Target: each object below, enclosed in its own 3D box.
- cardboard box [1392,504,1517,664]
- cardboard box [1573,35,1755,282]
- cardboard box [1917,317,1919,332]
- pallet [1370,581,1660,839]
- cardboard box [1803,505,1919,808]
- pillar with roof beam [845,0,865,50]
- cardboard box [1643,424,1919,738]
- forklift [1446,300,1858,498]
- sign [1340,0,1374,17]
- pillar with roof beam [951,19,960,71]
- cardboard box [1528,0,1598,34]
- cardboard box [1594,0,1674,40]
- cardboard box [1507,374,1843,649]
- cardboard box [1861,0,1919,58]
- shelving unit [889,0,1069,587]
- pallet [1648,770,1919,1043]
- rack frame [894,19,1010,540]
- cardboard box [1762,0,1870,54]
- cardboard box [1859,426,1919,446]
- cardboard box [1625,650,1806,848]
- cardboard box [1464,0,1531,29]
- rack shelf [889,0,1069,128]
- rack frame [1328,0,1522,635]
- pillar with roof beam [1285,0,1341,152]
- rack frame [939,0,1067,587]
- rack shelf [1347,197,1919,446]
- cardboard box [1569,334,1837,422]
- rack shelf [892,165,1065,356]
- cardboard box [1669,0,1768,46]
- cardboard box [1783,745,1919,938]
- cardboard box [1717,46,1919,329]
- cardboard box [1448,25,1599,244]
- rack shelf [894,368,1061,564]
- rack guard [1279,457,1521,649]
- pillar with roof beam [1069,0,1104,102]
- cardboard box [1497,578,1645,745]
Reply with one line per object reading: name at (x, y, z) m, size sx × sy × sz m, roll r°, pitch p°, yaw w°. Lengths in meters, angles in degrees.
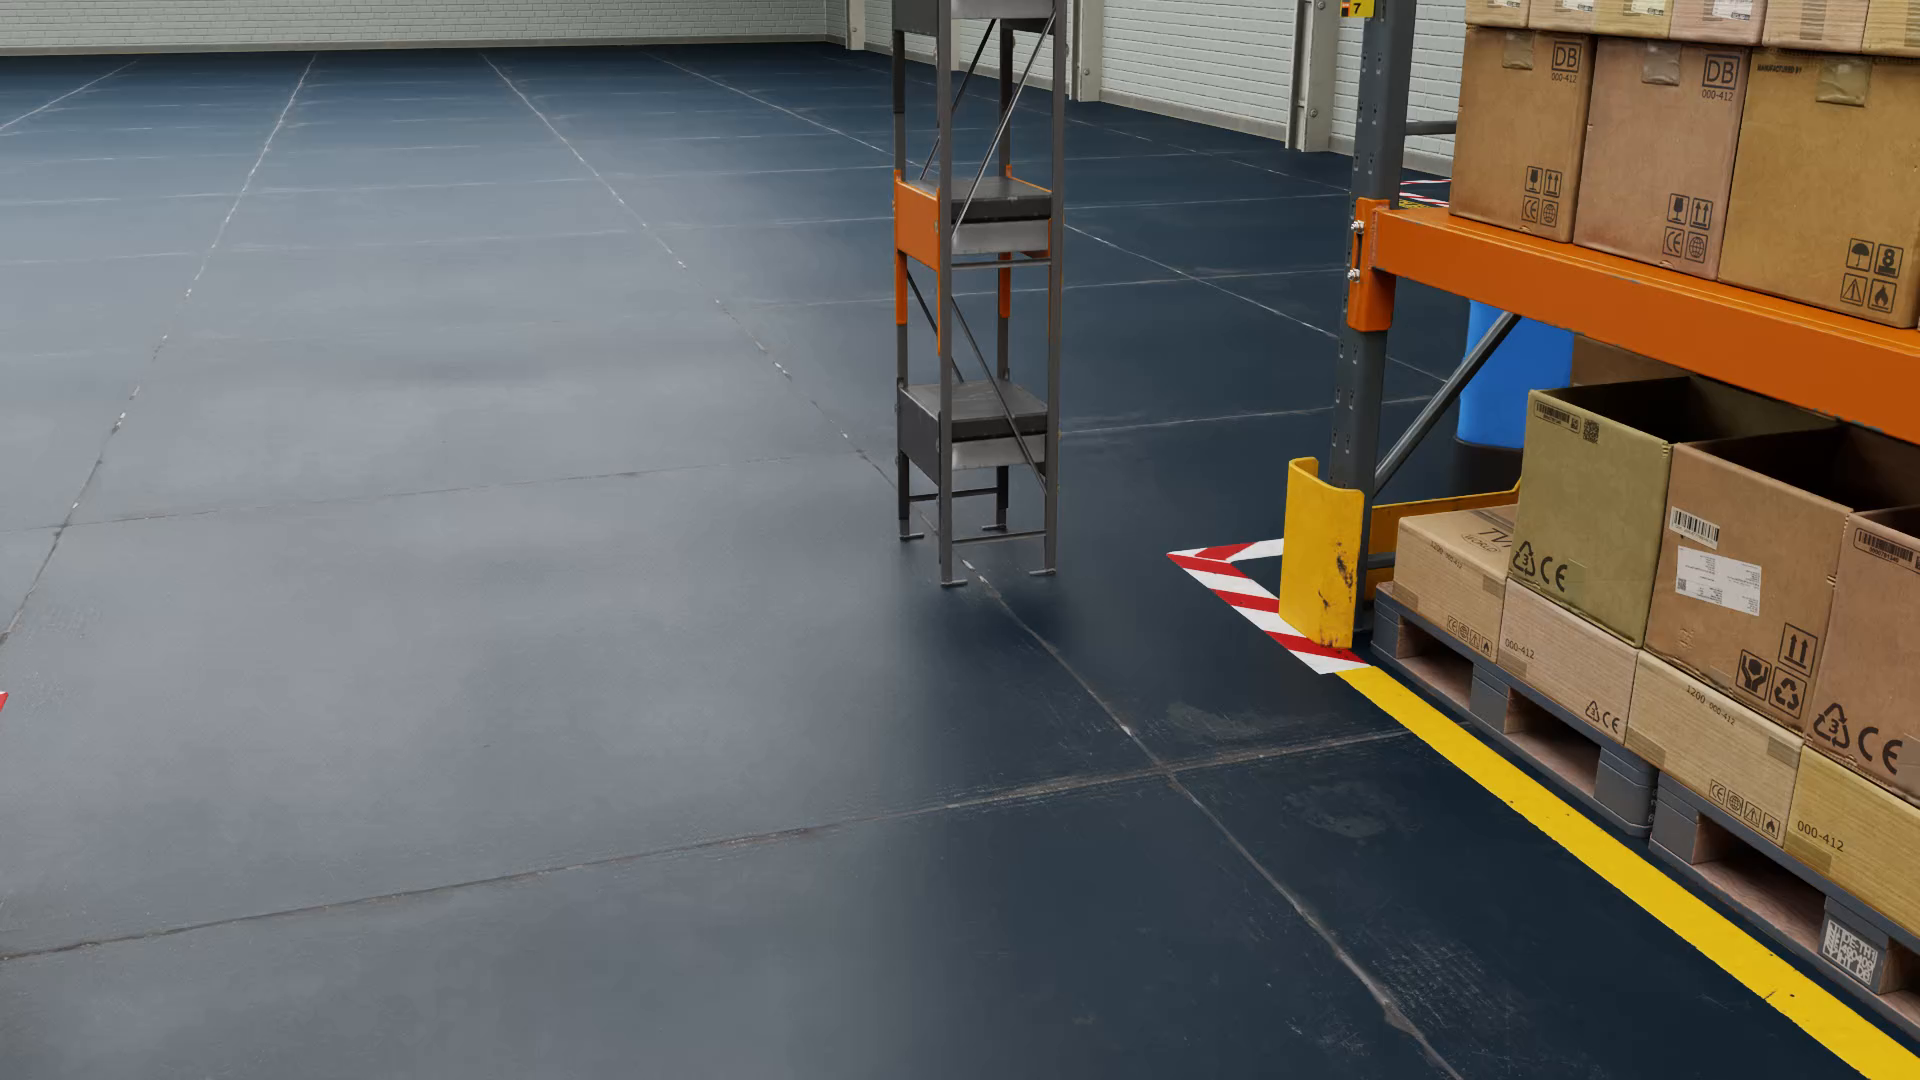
cardboard box at (1.564, 0.105, 4.632) m, size 0.500 × 0.250 × 0.500 m, roll -6°, pitch 21°, yaw -17°
cardboard box at (1.911, -0.915, 3.878) m, size 0.700 × 0.500 × 0.500 m, roll -6°, pitch 21°, yaw -16°
cardboard box at (2.230, -0.586, 2.963) m, size 0.700 × 0.500 × 0.500 m, roll -6°, pitch 21°, yaw -16°
pallet at (1.887, 0.366, 4.584) m, size 1.003 × 0.211 × 1.213 m, roll -6°, pitch 21°, yaw -17°
cardboard box at (2.033, 0.234, 3.164) m, size 0.500 × 0.500 × 0.500 m, roll -6°, pitch 21°, yaw -17°
pillar with roof beam at (-6.167, -13.575, 30.398) m, size 9.100 × 9.000 × 0.400 m, roll -6°, pitch 21°, yaw -17°
cardboard box at (1.892, 0.072, 3.616) m, size 0.500 × 0.500 × 0.500 m, roll -6°, pitch 21°, yaw -17°
forklift at (3.348, -1.381, 5.426) m, size 3.031 × 2.935 × 1.130 m, roll 9°, pitch 22°, yaw 24°
sign at (1.078, -1.574, 4.465) m, size 0.100 × 0.325 × 0.005 m, roll -6°, pitch 21°, yaw -17°
pillar with roof beam at (-4.281, -11.649, 25.037) m, size 9.100 × 9.000 × 0.400 m, roll -6°, pitch 21°, yaw -17°
cardboard box at (1.611, -1.306, 4.007) m, size 0.380 × 0.149 × 0.250 m, roll -7°, pitch 21°, yaw -19°
cardboard box at (1.688, -1.226, 3.784) m, size 0.380 × 0.149 × 0.250 m, roll -6°, pitch 21°, yaw -17°
cardboard box at (1.723, -0.087, 4.059) m, size 0.500 × 0.500 × 0.500 m, roll -6°, pitch 21°, yaw -17°
cardboard box at (1.932, -0.977, 3.092) m, size 0.380 × 0.149 × 0.250 m, roll -7°, pitch 21°, yaw -18°
shelving unit at (0.052, -0.935, 5.414) m, size 0.431 × 2.100 × 0.503 m, roll -6°, pitch 21°, yaw -17°
pallet at (2.266, 0.757, 3.496) m, size 1.003 × 0.211 × 1.213 m, roll -6°, pitch 21°, yaw -17°
rack frame at (-0.025, -1.013, 5.632) m, size 0.400 × 2.100 × 0.015 m, roll -6°, pitch 21°, yaw -17°
cardboard box at (1.852, -1.059, 3.321) m, size 0.380 × 0.149 × 0.250 m, roll -7°, pitch 21°, yaw -19°
cardboard box at (2.386, 0.017, 3.770) m, size 0.500 × 0.500 × 0.500 m, roll -6°, pitch 21°, yaw -17°
cardboard box at (1.881, 0.426, 3.740) m, size 0.500 × 0.250 × 0.500 m, roll -6°, pitch 21°, yaw -17°
cardboard box at (1.525, -1.390, 4.242) m, size 0.380 × 0.149 × 0.250 m, roll -7°, pitch 21°, yaw -18°
rack shelf at (0.052, -1.581, 5.182) m, size 0.431 × 0.518 × 0.480 m, roll -6°, pitch 21°, yaw -17°
rack frame at (1.607, -1.187, 4.783) m, size 1.000 × 3.000 × 0.127 m, roll -6°, pitch 21°, yaw -17°
pillar with roof beam at (-0.509, -7.798, 14.316) m, size 9.100 × 9.000 × 0.400 m, roll -6°, pitch 21°, yaw -17°
rack frame at (0.129, -0.857, 5.196) m, size 0.400 × 2.100 × 0.015 m, roll -6°, pitch 21°, yaw -17°
rack shelf at (2.235, -0.206, 3.118) m, size 1.077 × 0.370 × 4.000 m, roll -6°, pitch 21°, yaw -17°
cardboard box at (2.058, -0.303, 4.659) m, size 0.500 × 0.500 × 0.500 m, roll -6°, pitch 21°, yaw -17°
rack shelf at (0.052, -0.922, 5.418) m, size 0.431 × 0.518 × 0.480 m, roll -6°, pitch 21°, yaw -17°
cardboard box at (1.765, -1.144, 3.558) m, size 0.380 × 0.149 × 0.250 m, roll -7°, pitch 21°, yaw -18°
cardboard box at (2.034, 0.587, 3.291) m, size 0.500 × 0.250 × 0.500 m, roll -6°, pitch 21°, yaw -17°
cardboard box at (2.061, -0.755, 3.432) m, size 0.700 × 0.500 × 0.500 m, roll -6°, pitch 21°, yaw -17°
cardboard box at (1.741, -1.083, 4.345) m, size 0.700 × 0.500 × 0.500 m, roll -6°, pitch 21°, yaw -17°
rack shelf at (0.052, -0.263, 5.655) m, size 0.431 × 0.518 × 0.480 m, roll -6°, pitch 21°, yaw -17°
rack guard at (1.599, -0.018, 5.227) m, size 1.175 × 0.500 × 0.348 m, roll -6°, pitch 21°, yaw -17°
pillar with roof beam at (-2.395, -9.724, 19.677) m, size 9.100 × 9.000 × 0.400 m, roll -6°, pitch 21°, yaw -17°
cardboard box at (1.725, 0.265, 4.186) m, size 0.500 × 0.250 × 0.500 m, roll -6°, pitch 21°, yaw -17°
